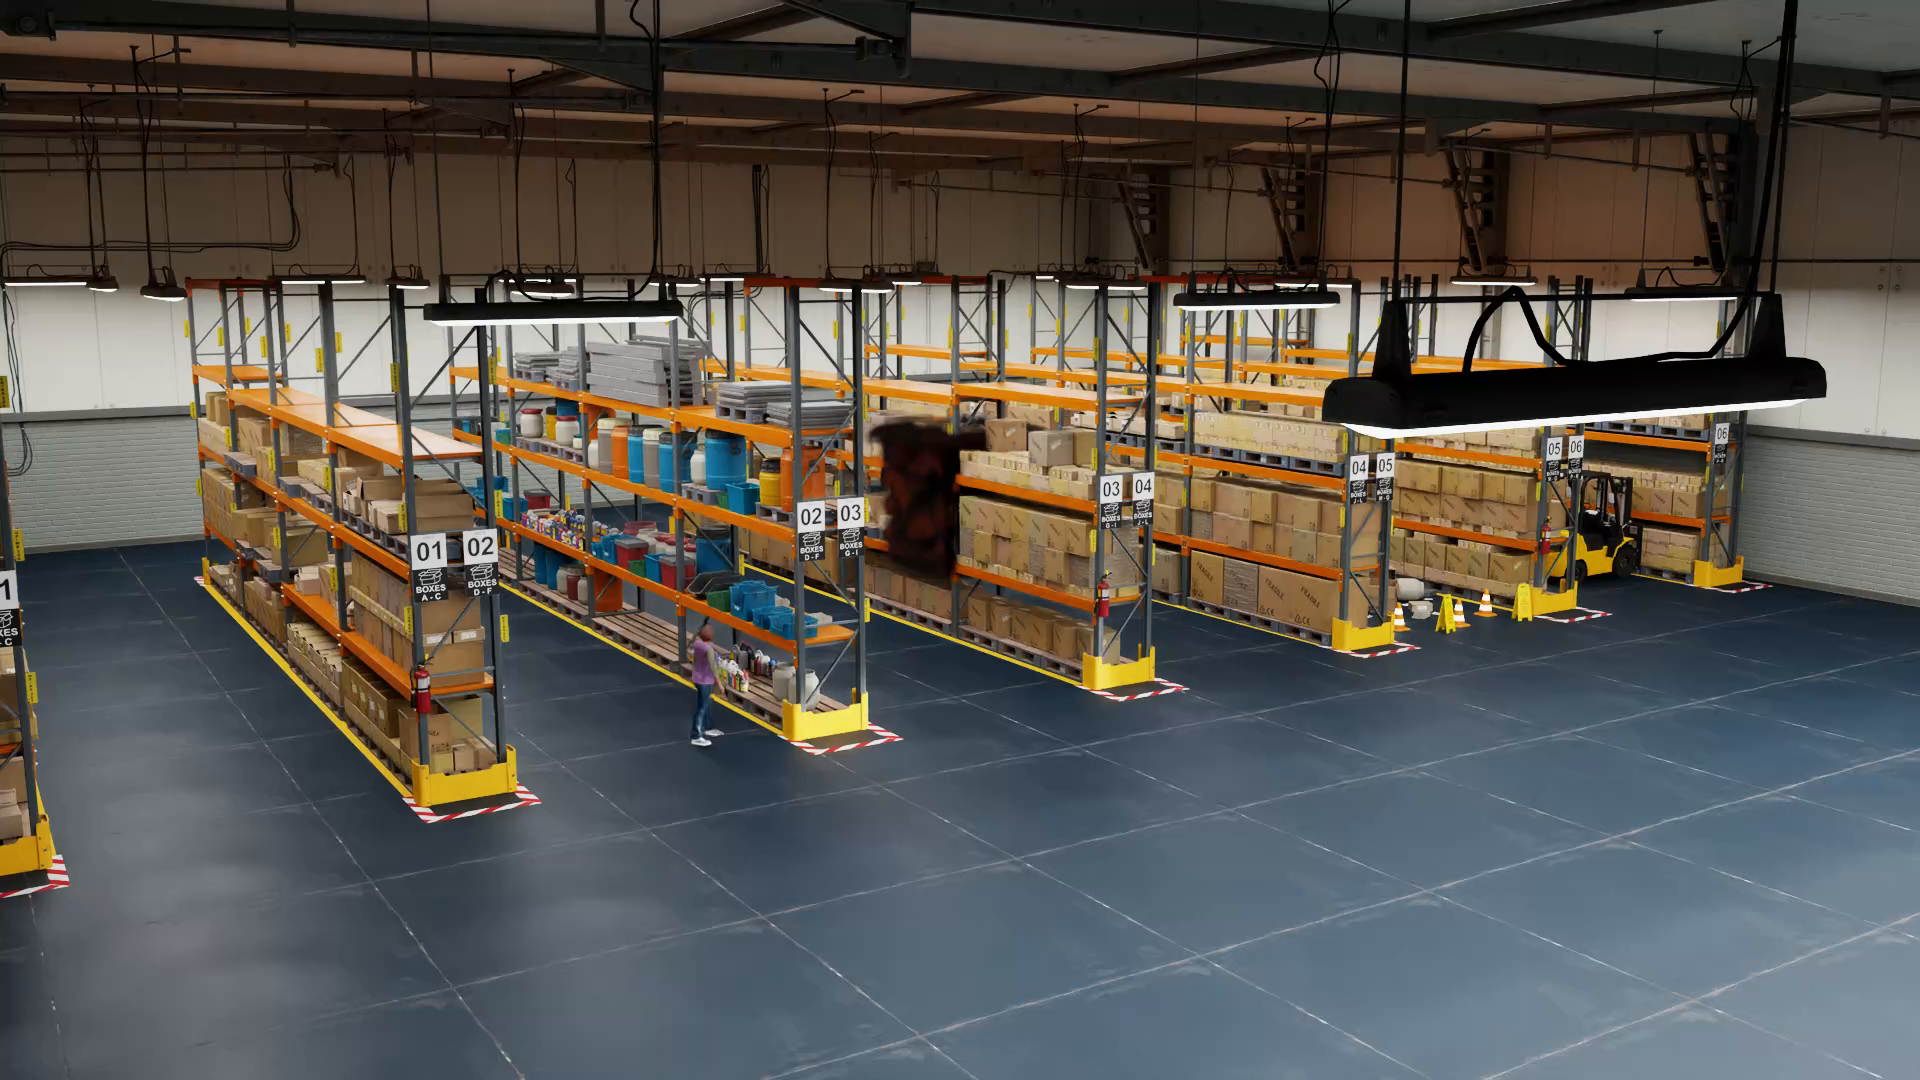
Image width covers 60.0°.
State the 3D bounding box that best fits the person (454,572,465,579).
[{"bbox_3d":[-9.371,0.308,31.192,0.585,1.673,0.822,-2,10,-11],"label":"person"}]

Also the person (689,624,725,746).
[{"bbox_3d":[-3.349,1.911,21.991,0.544,1.569,0.556,-4,10,-23],"label":"person"}]
